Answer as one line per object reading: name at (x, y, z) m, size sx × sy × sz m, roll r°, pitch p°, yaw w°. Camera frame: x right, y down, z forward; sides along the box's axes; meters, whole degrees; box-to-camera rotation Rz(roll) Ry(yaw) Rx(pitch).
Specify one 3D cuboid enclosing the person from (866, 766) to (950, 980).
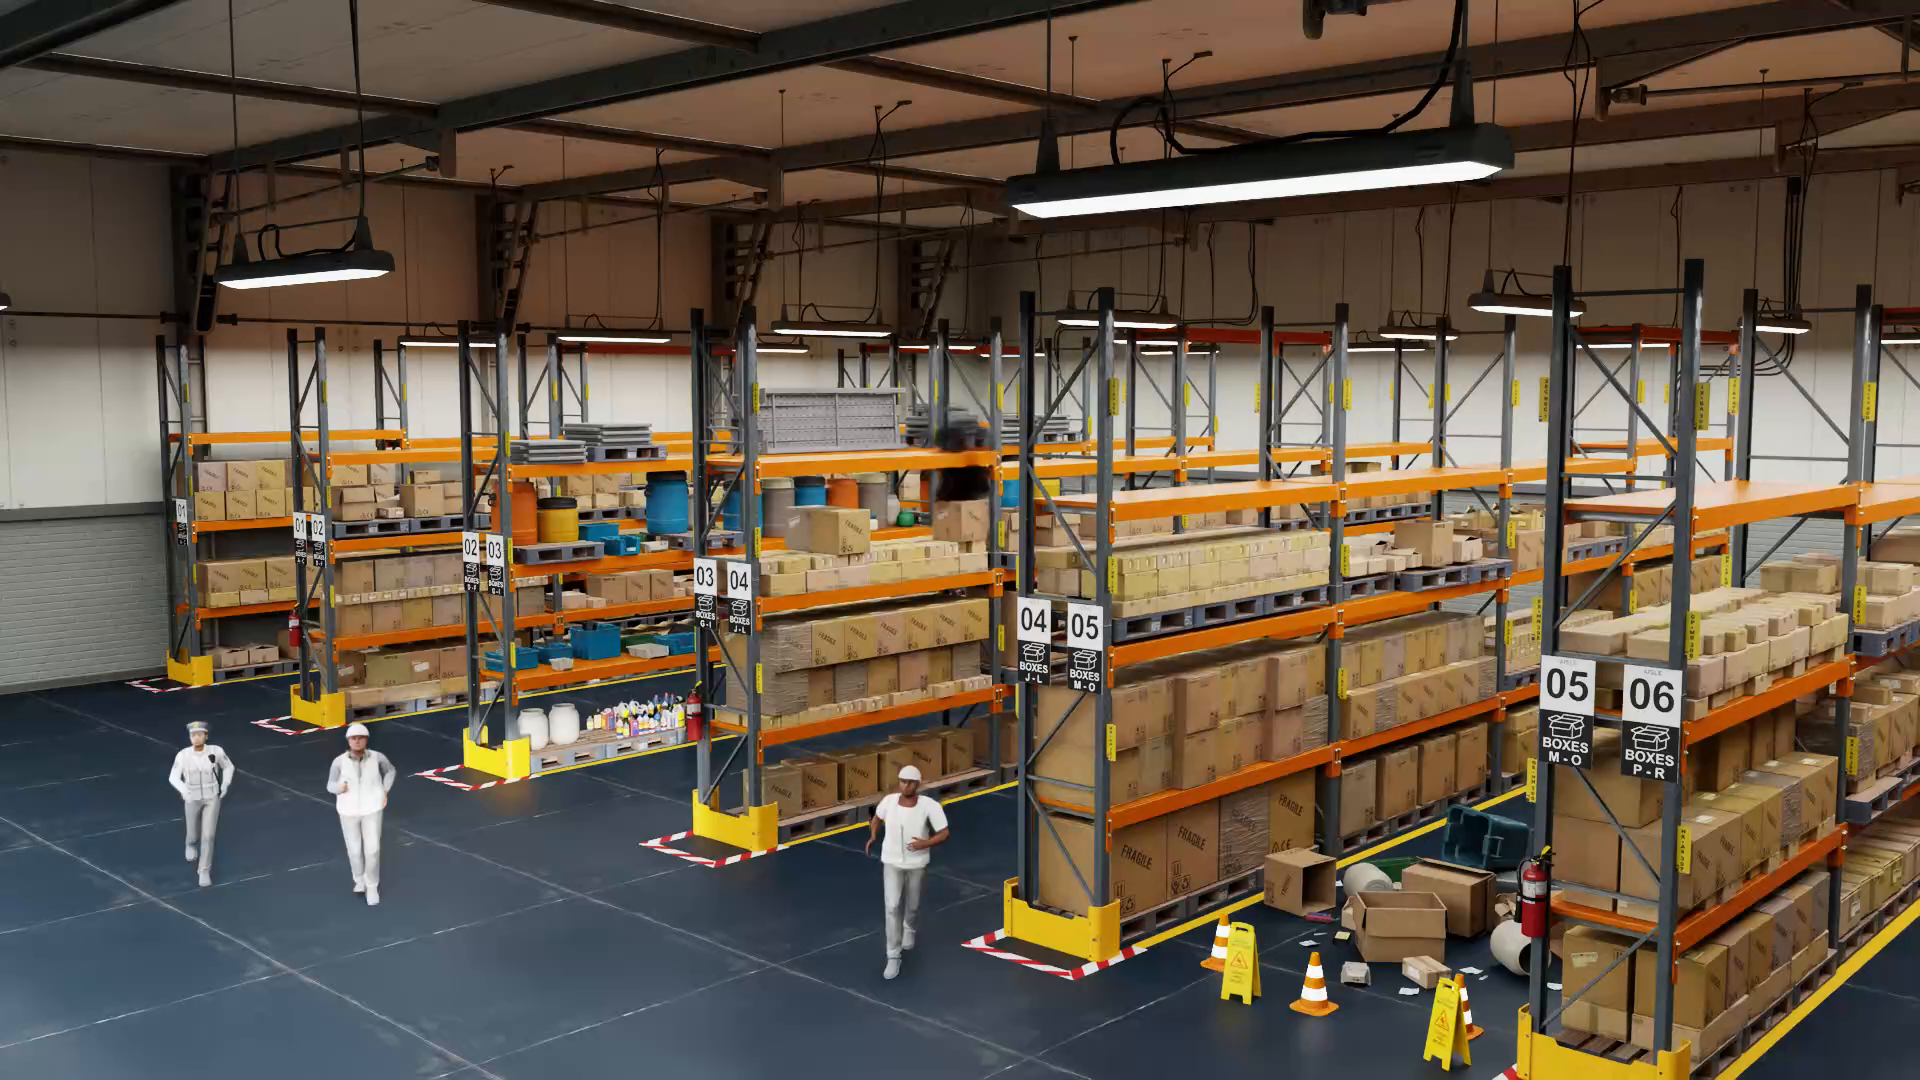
person at (-0.466, 2.891, 14.791) m, size 0.756 × 1.781 × 0.919 m, roll 0°, pitch 5°, yaw 2°

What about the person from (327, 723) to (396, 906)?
person at (-5.969, 2.733, 16.582) m, size 0.637 × 1.814 × 0.711 m, roll -1°, pitch 6°, yaw -14°

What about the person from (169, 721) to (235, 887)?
person at (-7.929, 2.710, 17.427) m, size 0.624 × 1.695 × 0.781 m, roll -2°, pitch 6°, yaw -23°
